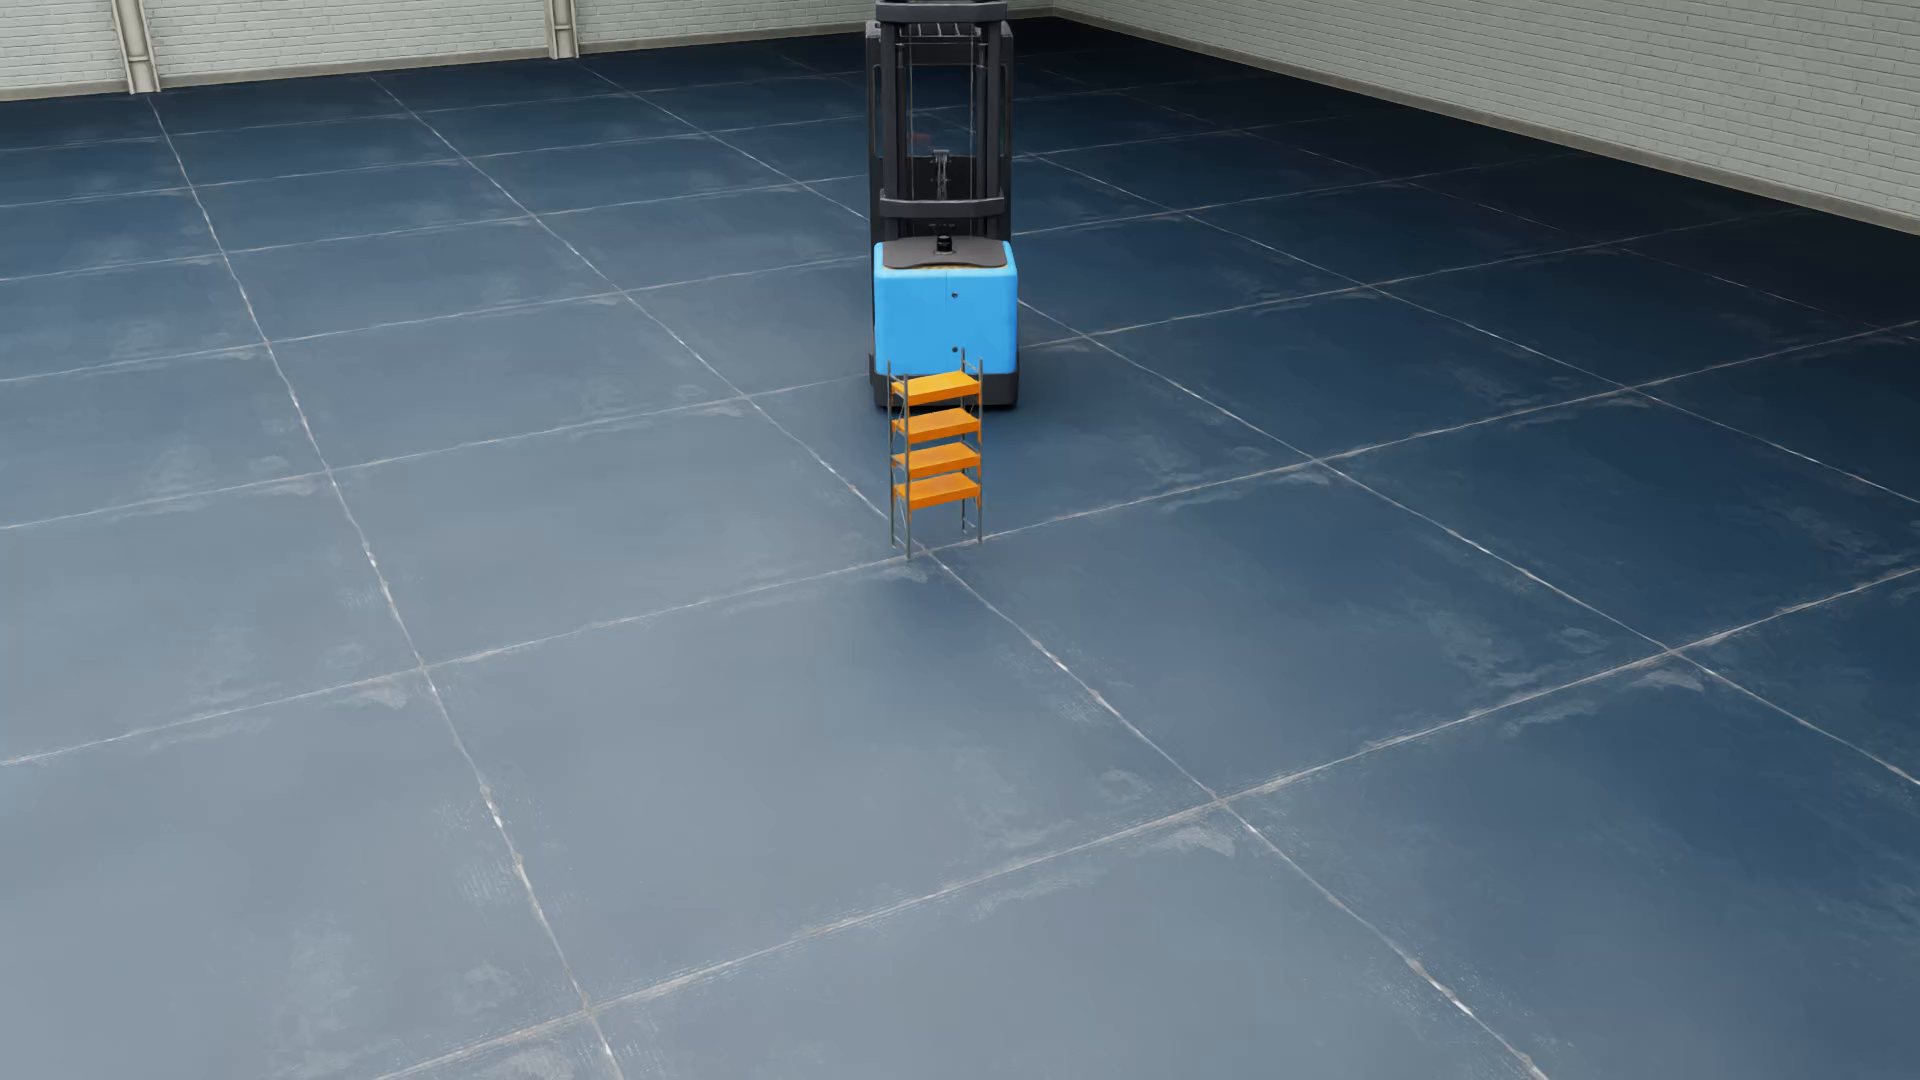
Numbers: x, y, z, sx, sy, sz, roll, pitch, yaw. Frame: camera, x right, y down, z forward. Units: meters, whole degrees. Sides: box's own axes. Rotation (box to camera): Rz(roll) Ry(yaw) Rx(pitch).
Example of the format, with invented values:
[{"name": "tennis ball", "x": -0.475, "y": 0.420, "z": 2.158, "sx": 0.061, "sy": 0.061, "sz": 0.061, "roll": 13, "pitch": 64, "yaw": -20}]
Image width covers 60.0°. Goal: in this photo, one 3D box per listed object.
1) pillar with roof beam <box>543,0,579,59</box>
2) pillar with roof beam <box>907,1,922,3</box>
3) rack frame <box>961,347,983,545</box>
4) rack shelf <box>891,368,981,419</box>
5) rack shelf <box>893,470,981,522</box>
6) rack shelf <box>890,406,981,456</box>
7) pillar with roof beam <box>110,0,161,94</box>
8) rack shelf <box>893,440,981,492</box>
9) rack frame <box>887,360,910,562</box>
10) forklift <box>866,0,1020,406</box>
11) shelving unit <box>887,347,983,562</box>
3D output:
[{"name": "pillar with roof beam", "x": -4.153, "y": -9.953, "z": 20.583, "sx": 0.400, "sy": 9.000, "sz": 9.100, "roll": -13, "pitch": 29, "yaw": -25}, {"name": "pillar with roof beam", "x": 1.142, "y": -11.175, "z": 23.128, "sx": 0.400, "sy": 9.000, "sz": 9.100, "roll": -13, "pitch": 29, "yaw": -25}, {"name": "rack frame", "x": 0.069, "y": -0.557, "z": 10.024, "sx": 0.015, "sy": 1.200, "sz": 0.240, "roll": -13, "pitch": 29, "yaw": -25}, {"name": "rack shelf", "x": -0.146, "y": -0.861, "z": 9.750, "sx": 0.480, "sy": 0.148, "sz": 0.258, "roll": -13, "pitch": 29, "yaw": -25}, {"name": "rack shelf", "x": -0.146, "y": -0.268, "z": 10.035, "sx": 0.480, "sy": 0.148, "sz": 0.258, "roll": -13, "pitch": 29, "yaw": -25}, {"name": "rack shelf", "x": -0.146, "y": -0.648, "z": 9.852, "sx": 0.480, "sy": 0.148, "sz": 0.258, "roll": -13, "pitch": 29, "yaw": -25}, {"name": "pillar with roof beam", "x": -9.447, "y": -8.731, "z": 18.037, "sx": 0.400, "sy": 9.000, "sz": 9.100, "roll": -13, "pitch": 29, "yaw": -25}, {"name": "rack shelf", "x": -0.146, "y": -0.447, "z": 9.949, "sx": 0.480, "sy": 0.148, "sz": 0.258, "roll": -13, "pitch": 29, "yaw": -25}, {"name": "rack frame", "x": -0.361, "y": -0.457, "z": 9.817, "sx": 0.015, "sy": 1.200, "sz": 0.240, "roll": -13, "pitch": 29, "yaw": -25}, {"name": "forklift", "x": -0.162, "y": -2.891, "z": 12.885, "sx": 1.130, "sy": 2.935, "sz": 3.031, "roll": -1, "pitch": 26, "yaw": -2}, {"name": "shelving unit", "x": -0.146, "y": -0.507, "z": 9.920, "sx": 0.503, "sy": 1.200, "sz": 0.258, "roll": -13, "pitch": 29, "yaw": -25}]
